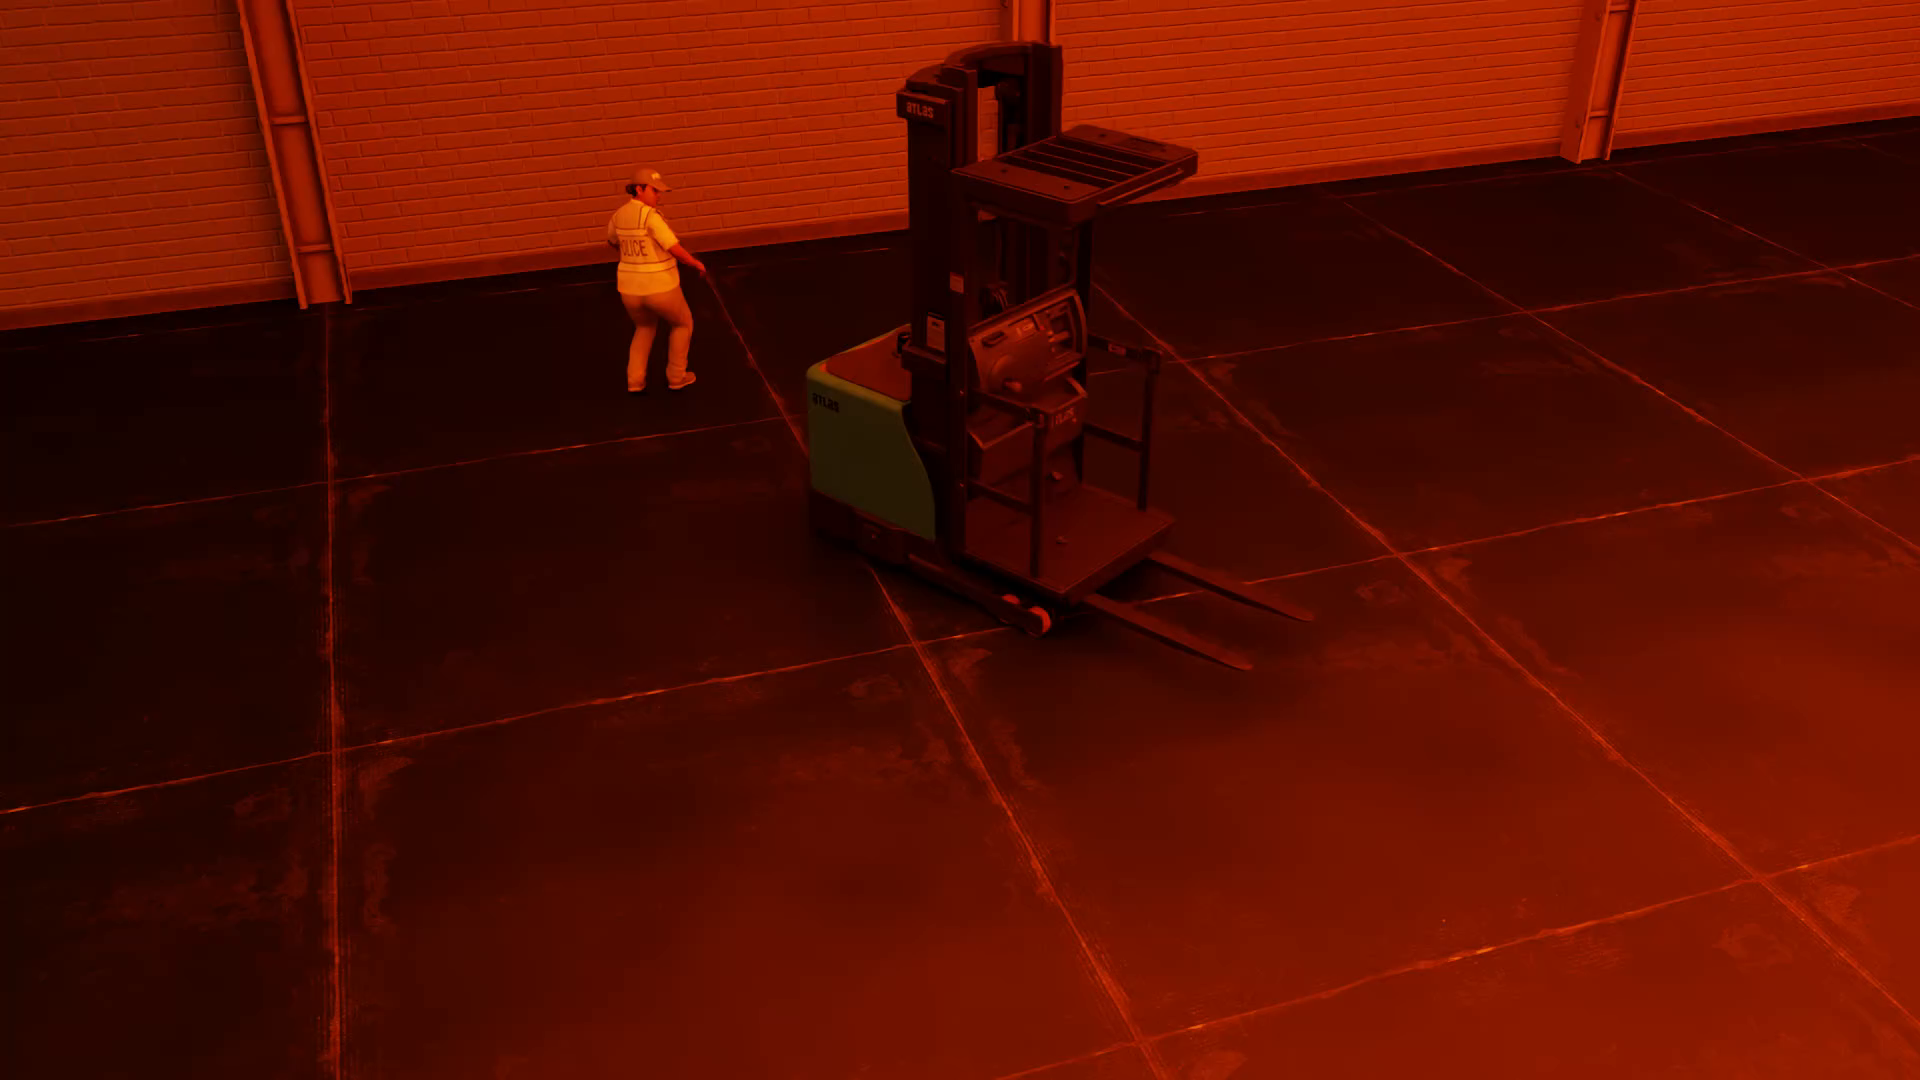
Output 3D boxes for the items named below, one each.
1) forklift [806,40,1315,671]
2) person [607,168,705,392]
[{"bbox_3d":[0.533,-1.036,8.888,3.031,2.935,1.130,23,37,35],"label":"forklift"},{"bbox_3d":[-2.125,-1.783,11.567,0.719,1.622,0.630,13,33,22],"label":"person"}]
